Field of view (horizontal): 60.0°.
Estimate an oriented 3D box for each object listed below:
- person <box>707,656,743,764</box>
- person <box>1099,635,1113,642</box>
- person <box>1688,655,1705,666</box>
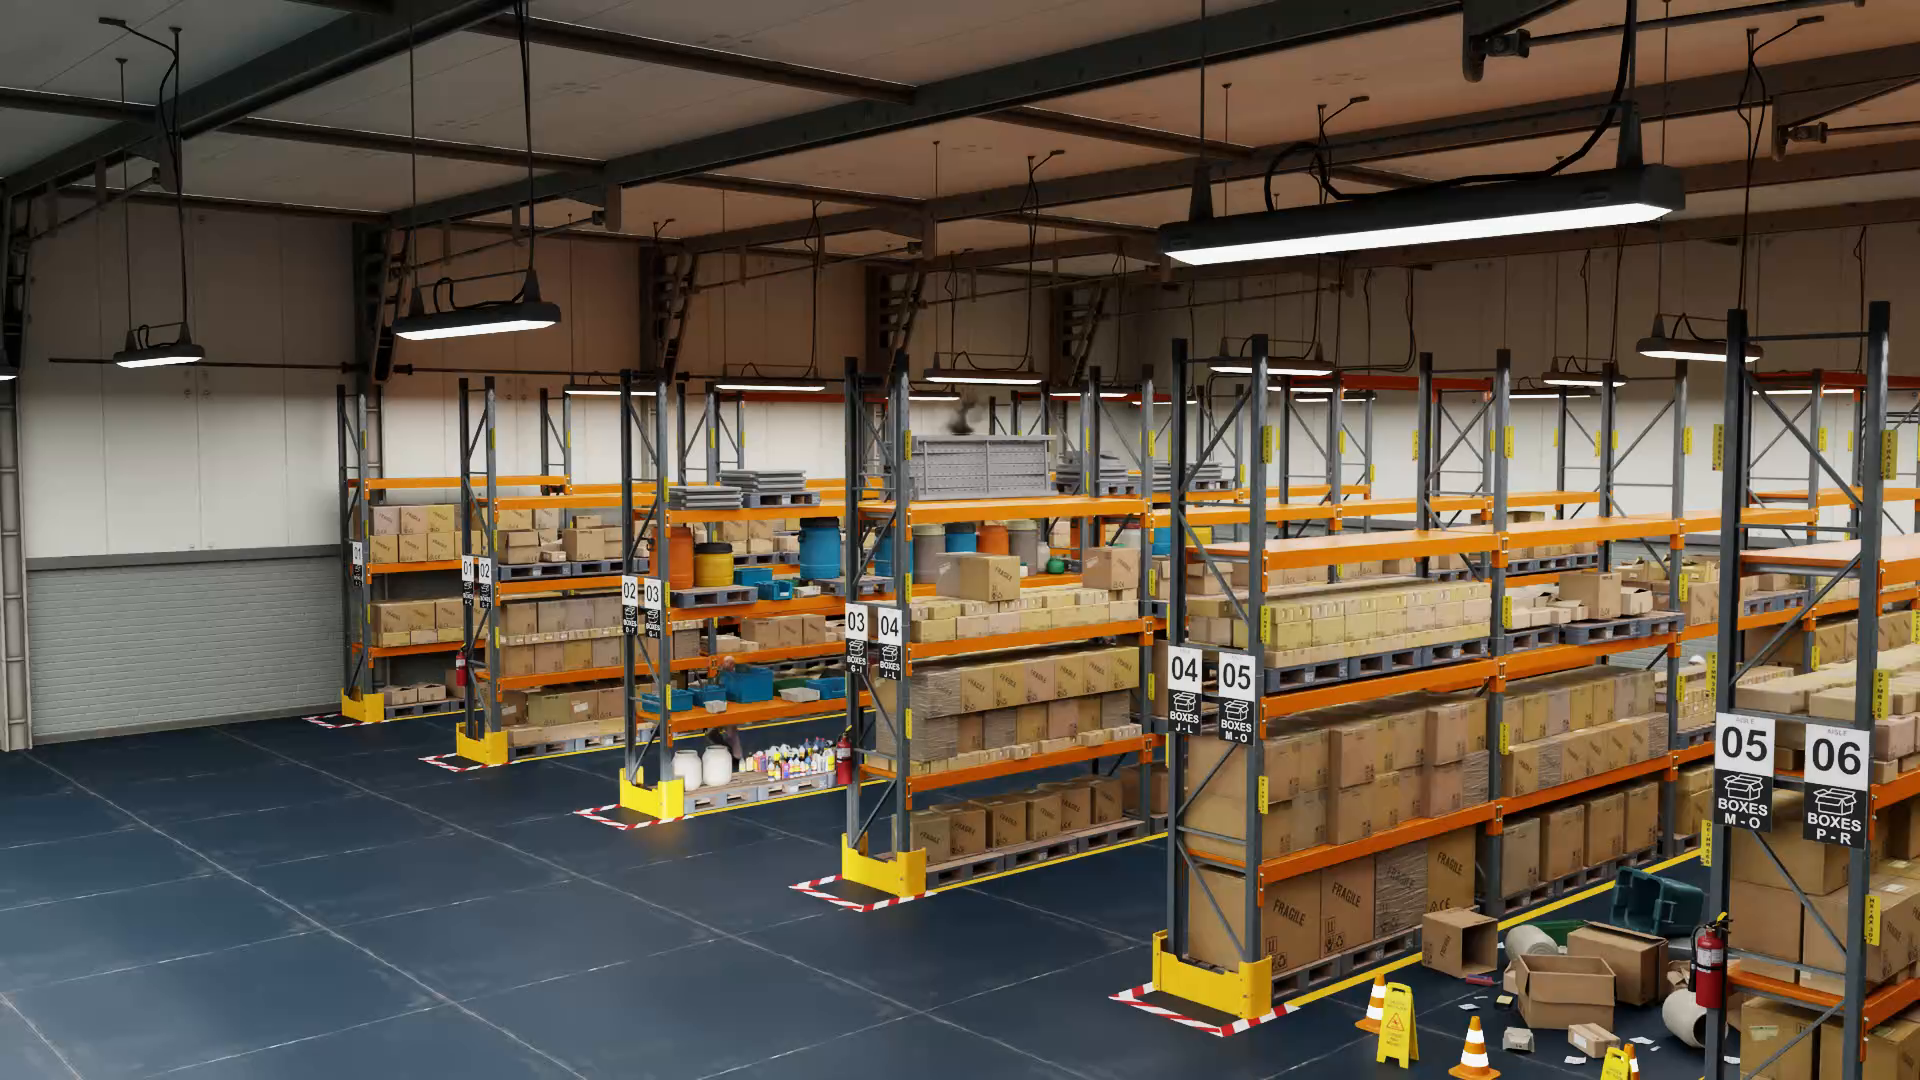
[{"bbox_3d":[-3.615,2.623,25.601,0.636,1.684,0.653,3,5,35],"label":"person"},{"bbox_3d":[2.827,2.250,32.469,0.521,1.622,0.733,3,5,36],"label":"person"},{"bbox_3d":[11.291,2.626,25.514,0.580,1.729,0.648,-4,5,-44],"label":"person"}]
